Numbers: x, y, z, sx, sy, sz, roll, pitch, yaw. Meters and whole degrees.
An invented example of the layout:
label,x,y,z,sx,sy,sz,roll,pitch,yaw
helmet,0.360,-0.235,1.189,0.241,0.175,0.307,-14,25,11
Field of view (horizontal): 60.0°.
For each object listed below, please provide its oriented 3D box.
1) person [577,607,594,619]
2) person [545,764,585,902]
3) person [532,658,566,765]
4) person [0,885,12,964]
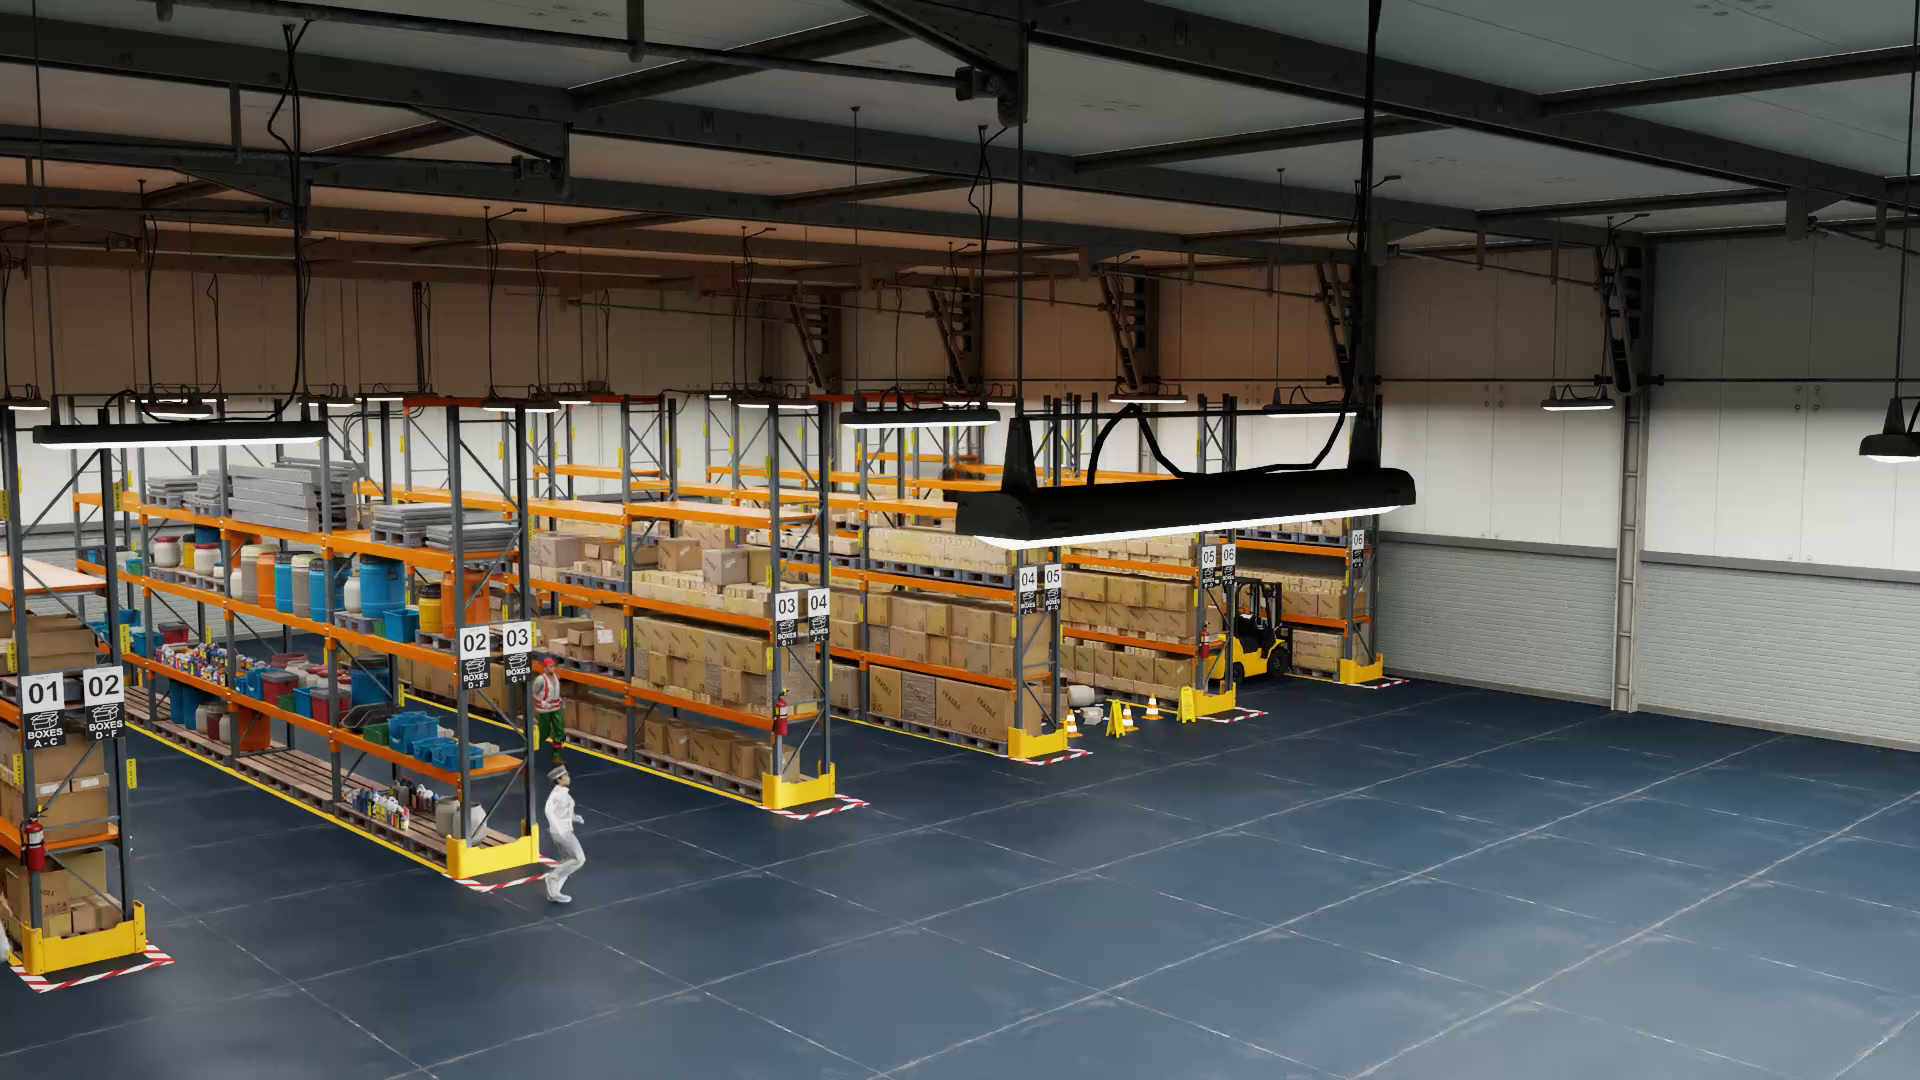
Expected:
label,x,y,z,sx,sy,sz,roll,pitch,yaw
person,-9.253,1.468,41.126,0.758,1.768,0.687,2,6,16
person,-4.830,3.559,20.273,0.483,1.640,0.649,-1,6,-14
person,-6.836,2.802,27.462,0.873,1.758,0.643,4,7,36
person,-9.950,3.885,16.982,0.501,1.630,0.636,2,6,18
